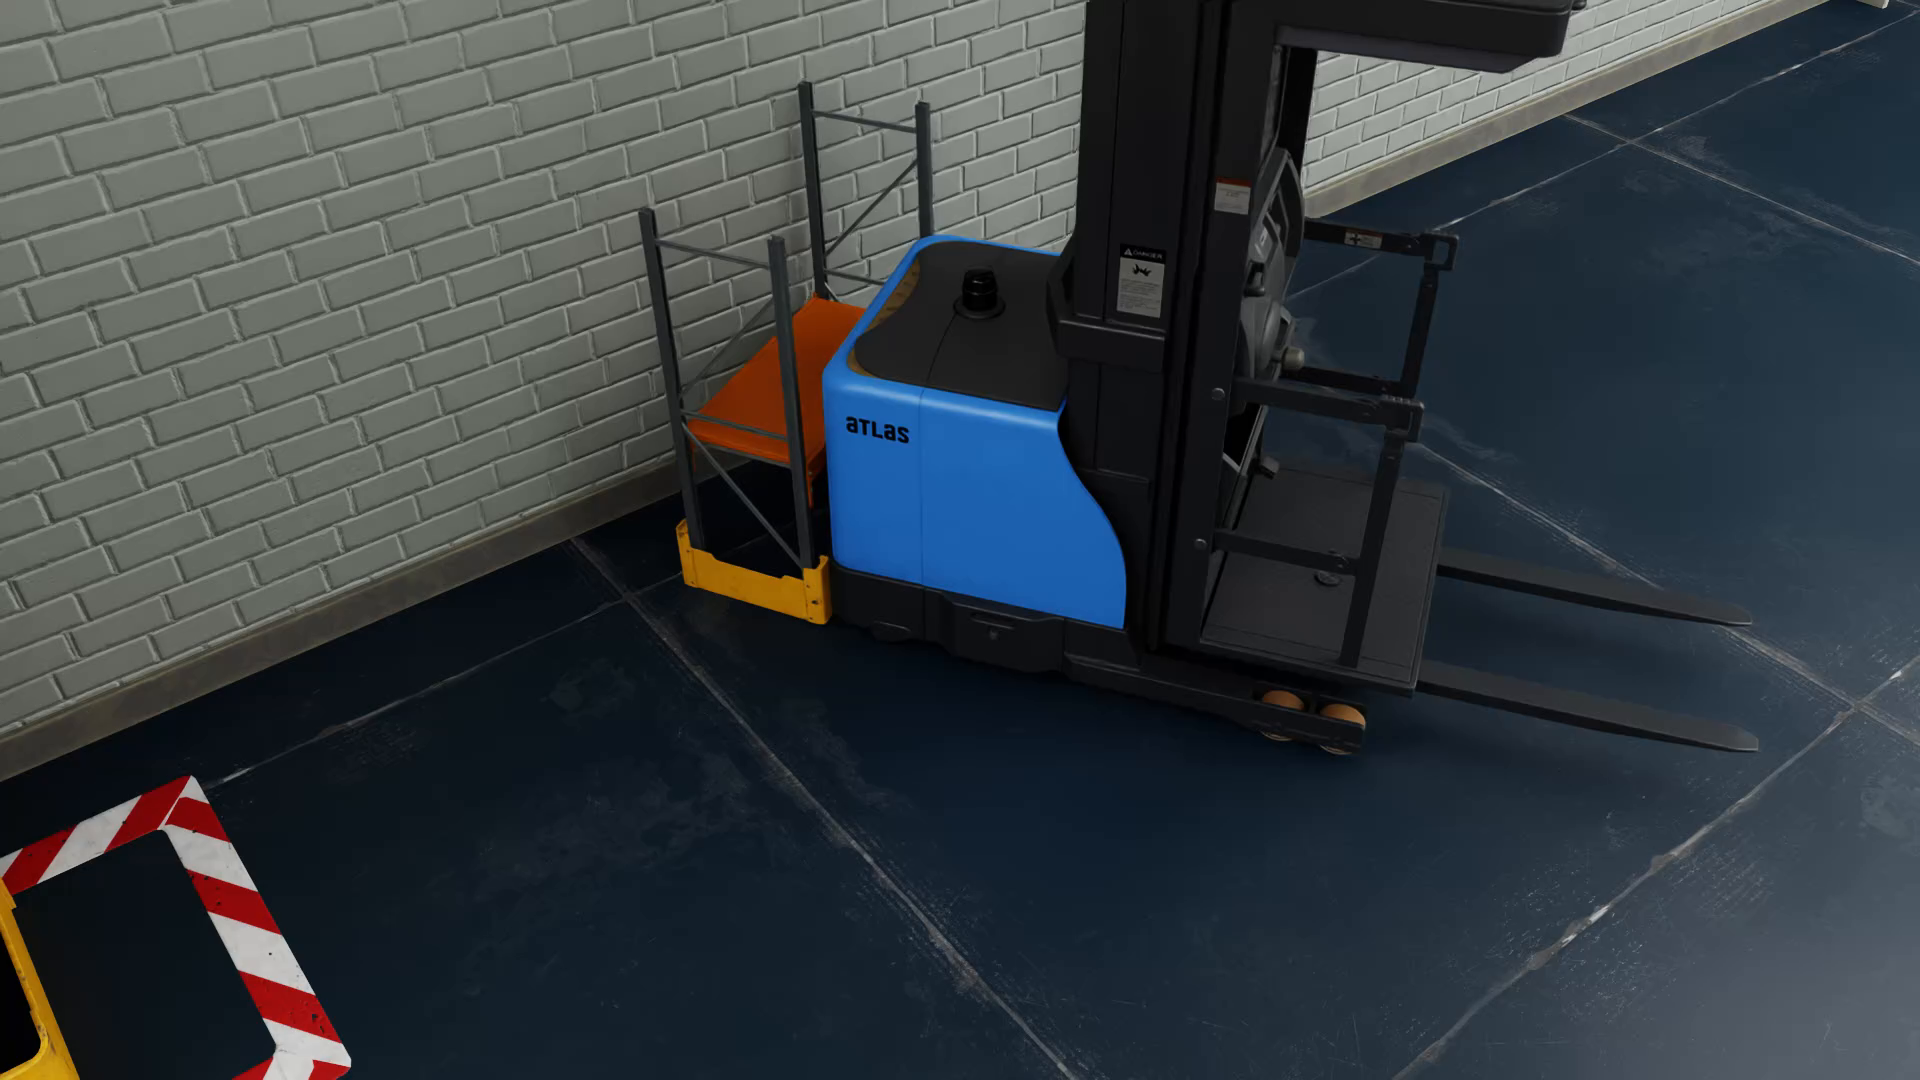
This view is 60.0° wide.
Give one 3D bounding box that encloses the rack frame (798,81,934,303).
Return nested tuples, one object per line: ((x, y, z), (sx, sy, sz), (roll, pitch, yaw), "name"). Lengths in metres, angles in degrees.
((-0.321, -0.964, 6.231), (0.500, 1.500, 0.032), (15, 42, 20), "rack frame")

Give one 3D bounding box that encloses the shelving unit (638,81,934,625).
((-0.536, -0.665, 5.867), (0.587, 1.500, 1.083), (15, 42, 20), "shelving unit")

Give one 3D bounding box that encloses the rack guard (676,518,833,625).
((-0.731, 0.109, 5.911), (0.587, 0.250, 0.087), (15, 42, 20), "rack guard")

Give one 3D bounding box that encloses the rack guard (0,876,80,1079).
((-2.652, 1.193, 4.402), (0.348, 0.500, 1.175), (-26, 46, -28), "rack guard")

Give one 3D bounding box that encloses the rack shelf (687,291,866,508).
((-0.529, -0.530, 5.987), (0.538, 0.185, 1.000), (15, 42, 20), "rack shelf")

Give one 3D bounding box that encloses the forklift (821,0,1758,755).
((1.122, -0.817, 4.936), (3.031, 2.935, 1.130), (12, 41, 14), "forklift")

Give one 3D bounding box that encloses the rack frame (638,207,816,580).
((-0.744, -0.376, 5.517), (0.500, 1.500, 0.032), (15, 42, 20), "rack frame")
